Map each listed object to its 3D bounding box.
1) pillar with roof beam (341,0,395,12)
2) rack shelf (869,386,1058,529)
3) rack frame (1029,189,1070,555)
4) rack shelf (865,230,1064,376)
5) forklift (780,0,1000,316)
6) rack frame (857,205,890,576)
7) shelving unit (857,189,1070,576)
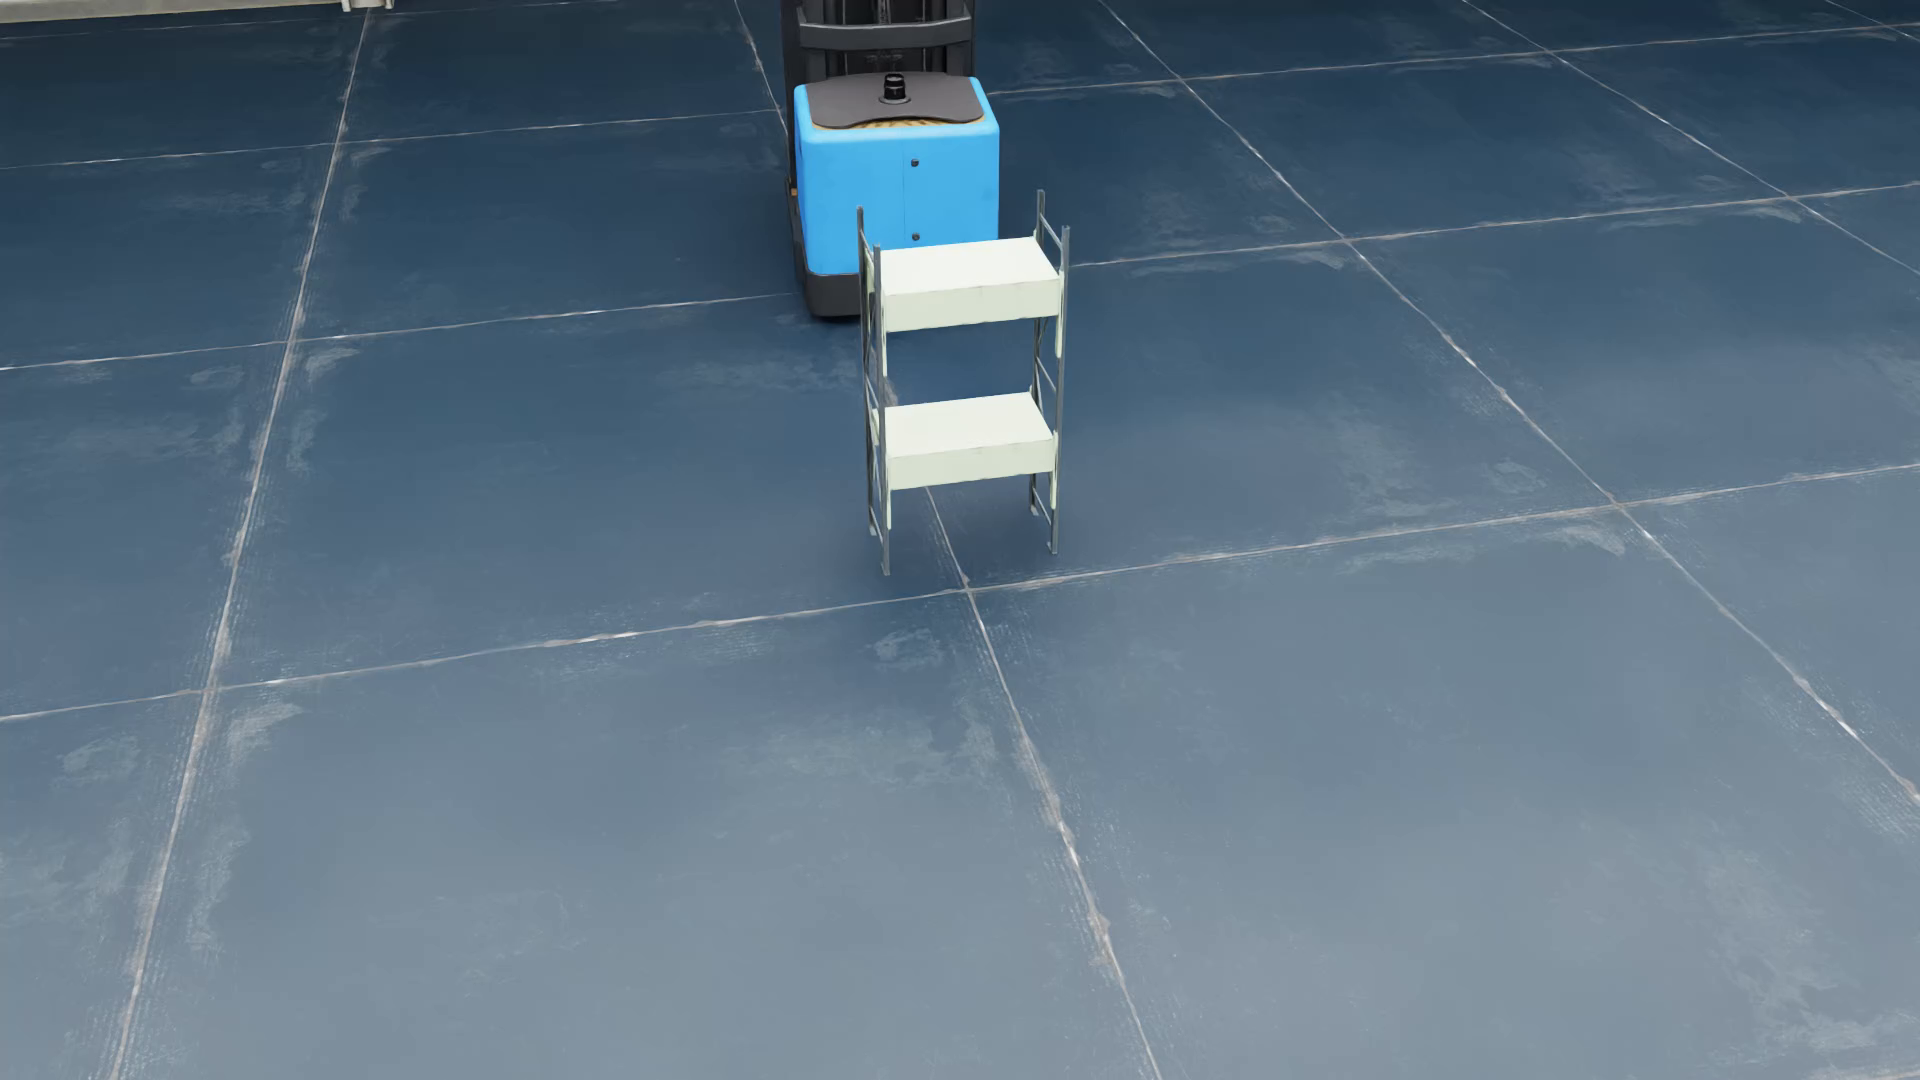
[{"bbox_3d":[-4.000,-5.881,7.938,0.400,9.000,9.100,-7,35,-11],"label":"pillar with roof beam"},{"bbox_3d":[0.007,-0.353,7.015,0.720,0.370,0.431,-7,35,-11],"label":"rack shelf"},{"bbox_3d":[0.363,-0.669,6.900,0.023,1.500,0.400,-7,35,-11],"label":"rack frame"},{"bbox_3d":[0.007,-0.948,6.616,0.720,0.370,0.431,-7,35,-11],"label":"rack shelf"},{"bbox_3d":[-0.493,-3.221,9.420,1.130,2.935,3.031,-4,34,-6],"label":"forklift"},{"bbox_3d":[-0.350,-0.579,6.766,0.023,1.500,0.400,-7,35,-11],"label":"rack frame"},{"bbox_3d":[0.007,-0.624,6.833,0.755,1.500,0.431,-7,35,-11],"label":"shelving unit"}]
